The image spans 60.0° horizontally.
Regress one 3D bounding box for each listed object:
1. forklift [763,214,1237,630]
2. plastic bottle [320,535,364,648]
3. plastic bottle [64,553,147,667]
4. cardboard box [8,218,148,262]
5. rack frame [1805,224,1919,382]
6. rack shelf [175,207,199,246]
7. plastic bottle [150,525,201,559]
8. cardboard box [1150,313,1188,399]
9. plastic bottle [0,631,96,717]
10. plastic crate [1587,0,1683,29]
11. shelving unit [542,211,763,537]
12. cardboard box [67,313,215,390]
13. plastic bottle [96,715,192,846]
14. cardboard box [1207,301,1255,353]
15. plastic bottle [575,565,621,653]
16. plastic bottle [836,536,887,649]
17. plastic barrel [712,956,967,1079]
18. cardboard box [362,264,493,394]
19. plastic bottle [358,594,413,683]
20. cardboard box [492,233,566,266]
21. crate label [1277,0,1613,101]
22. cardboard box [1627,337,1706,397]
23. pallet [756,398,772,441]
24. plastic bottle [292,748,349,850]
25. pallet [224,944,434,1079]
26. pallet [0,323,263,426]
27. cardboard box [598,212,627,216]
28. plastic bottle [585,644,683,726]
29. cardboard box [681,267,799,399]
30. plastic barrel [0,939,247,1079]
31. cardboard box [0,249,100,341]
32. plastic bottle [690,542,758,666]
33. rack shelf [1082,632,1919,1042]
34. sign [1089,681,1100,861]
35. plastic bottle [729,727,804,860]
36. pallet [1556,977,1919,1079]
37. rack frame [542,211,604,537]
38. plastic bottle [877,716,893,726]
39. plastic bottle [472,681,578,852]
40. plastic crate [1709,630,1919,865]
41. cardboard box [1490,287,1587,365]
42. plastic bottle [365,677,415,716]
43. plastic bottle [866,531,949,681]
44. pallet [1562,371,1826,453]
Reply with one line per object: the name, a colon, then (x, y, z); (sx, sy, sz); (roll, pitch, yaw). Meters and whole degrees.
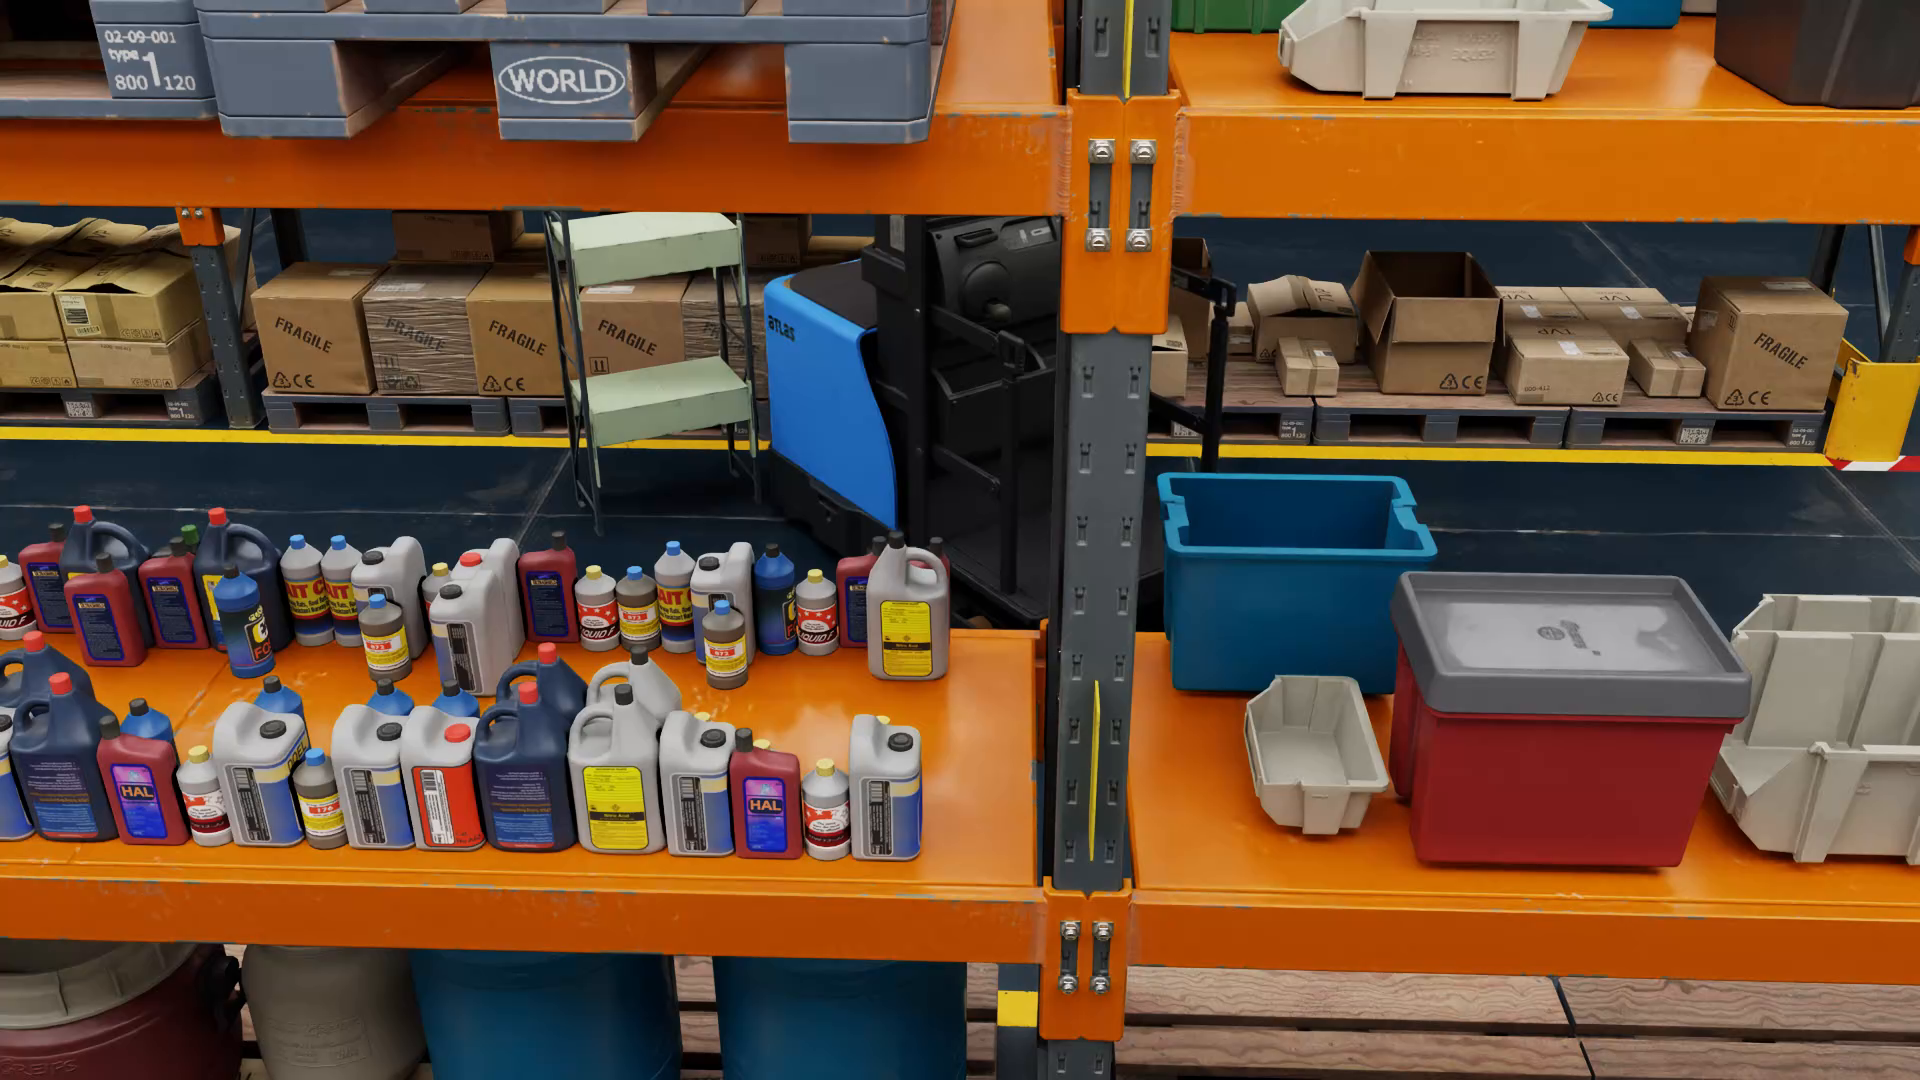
forklift: (0.421, -1.022, 6.049); (1.130, 2.935, 3.031); (-19, 33, -31)
plastic bottle: (-1.460, 0.116, 3.966); (0.097, 0.271, 0.097); (0, 28, 0)
plastic bottle: (-1.996, 0.161, 3.868); (0.133, 0.283, 0.061); (1, 28, 2)
cardboard box: (-4.596, -1.475, 8.718); (0.500, 0.311, 0.500); (0, 28, 1)
rack frame: (4.437, -1.973, 7.770); (0.127, 3.000, 1.000); (1, 28, 2)
rack shelf: (-5.557, -1.821, 8.250); (4.000, 0.370, 1.077); (1, 28, 2)
plastic bottle: (-1.857, 0.096, 3.992); (0.133, 0.283, 0.061); (1, 28, 2)
cardboard box: (0.851, -0.938, 8.217); (0.500, 0.311, 0.500); (1, 28, 2)
plastic bottle: (-1.899, 0.347, 3.445); (0.185, 0.351, 0.144); (1, 28, 2)
plastic crate: (1.182, -1.107, 3.111); (0.300, 0.233, 0.416); (1, 28, 2)
shelving unit: (-1.324, -0.835, 7.224); (0.755, 1.500, 0.431); (-13, 30, -22)
cardboard box: (-4.093, -0.971, 8.366); (0.500, 0.250, 0.500); (2, 28, 3)
plastic bottle: (-1.613, 0.473, 3.281); (0.133, 0.283, 0.061); (1, 28, 2)
cardboard box: (1.396, -1.119, 8.733); (0.250, 0.149, 0.380); (1, 28, 2)
plastic bottle: (-0.864, 0.157, 3.964); (0.097, 0.201, 0.097); (0, 28, 0)
plastic bottle: (-0.224, 0.123, 3.941); (0.133, 0.283, 0.061); (1, 28, 2)
plastic barrel: (-0.282, 1.004, 3.946); (0.708, 0.901, 0.600); (1, 28, 2)
cardboard box: (-2.590, -1.048, 8.224); (0.500, 0.500, 0.500); (0, 28, 0)
plastic bottle: (-1.331, 0.220, 3.844); (0.097, 0.201, 0.097); (0, 28, 0)
cardboard box: (-2.098, -1.281, 8.663); (0.500, 0.500, 0.500); (0, 28, 0)
crate label: (0.740, -0.786, 2.610); (0.466, 0.136, 0.293); (1, 28, 2)
cardboard box: (3.483, -0.858, 8.222); (0.250, 0.166, 0.380); (1, 28, 2)
pallet: (-0.375, -0.803, 8.540); (1.213, 0.211, 1.003); (1, 28, 2)
plastic bottle: (-1.265, 0.506, 3.305); (0.097, 0.201, 0.097); (0, 28, 0)
pallet: (-1.731, 1.460, 4.271); (1.213, 0.211, 1.003); (1, 28, 2)
pallet: (-4.380, -0.905, 8.733); (1.213, 0.211, 1.003); (1, 28, 2)
cardboard box: (-1.536, -1.607, 8.478); (0.500, 0.250, 0.500); (0, 28, 1)
plastic bottle: (-0.664, 0.371, 3.400); (0.185, 0.351, 0.144); (1, 28, 2)
cardboard box: (-1.059, -1.024, 8.178); (0.500, 0.500, 0.500); (1, 28, 2)
plastic barrel: (-2.119, 1.112, 4.077); (0.708, 0.588, 0.600); (1, 28, 2)
cardboard box: (-4.610, -1.223, 8.243); (0.500, 0.311, 0.500); (1, 28, 1)
plastic bottle: (-0.554, 0.142, 3.912); (0.135, 0.276, 0.152); (1, 28, 2)
rack shelf: (2.260, 0.630, 3.627); (4.000, 0.370, 1.077); (1, 28, 2)
sign: (0.239, 0.414, 2.970); (0.005, 0.325, 0.100); (1, 28, 2)
plastic bottle: (-0.377, 0.493, 3.242); (0.133, 0.283, 0.061); (1, 28, 2)
pallet: (2.219, 1.524, 4.150); (1.213, 0.211, 1.003); (1, 28, 2)
rack frame: (-1.655, -0.761, 7.084); (0.023, 1.500, 0.400); (-13, 30, -22)
plastic bottle: (-0.159, 0.453, 3.405); (0.097, 0.201, 0.097); (0, 28, 0)
plastic bottle: (-0.854, 0.436, 3.278); (0.185, 0.351, 0.144); (1, 28, 2)
plastic crate: (1.780, 0.416, 3.324); (0.530, 0.282, 0.437); (1, 28, 2)
cardboard box: (2.904, -1.111, 8.609); (0.500, 0.250, 0.500); (1, 28, 2)
plastic bottle: (-1.162, 0.405, 3.420); (0.097, 0.271, 0.097); (0, 28, 0)
plastic bottle: (-0.120, 0.143, 3.831); (0.185, 0.351, 0.144); (1, 28, 2)
pallet: (3.564, -0.755, 8.449); (1.213, 0.211, 1.003); (1, 28, 2)
